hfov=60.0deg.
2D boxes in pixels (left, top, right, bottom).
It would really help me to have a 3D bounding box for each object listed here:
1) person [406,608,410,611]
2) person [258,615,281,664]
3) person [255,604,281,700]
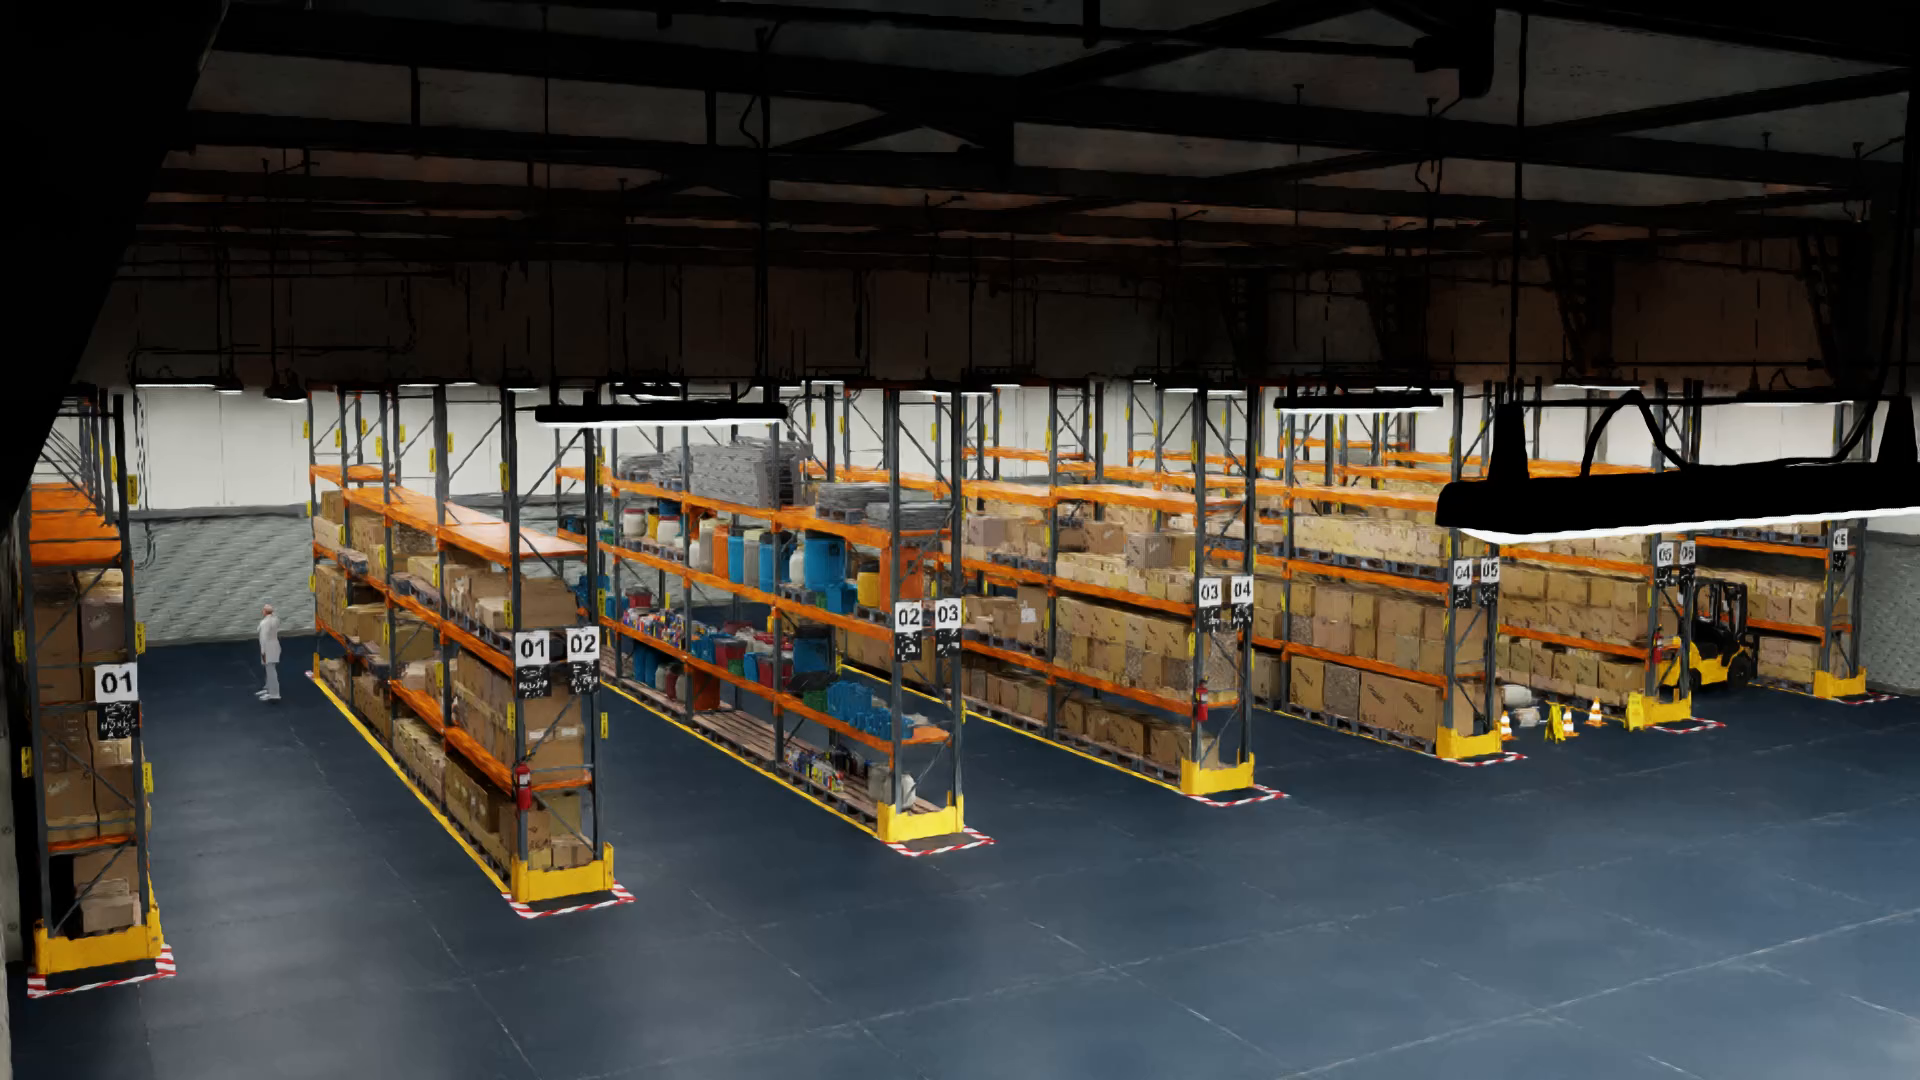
[{"bbox_3d":[-11.880,1.747,35.611,0.592,1.625,0.531,-4,7,-32],"label":"person"},{"bbox_3d":[-4.845,1.272,39.413,23.053,1.705,6.065,-4,7,-31],"label":"person"},{"bbox_3d":[-13.094,2.094,31.392,0.544,1.781,0.600,0,6,1],"label":"person"}]
